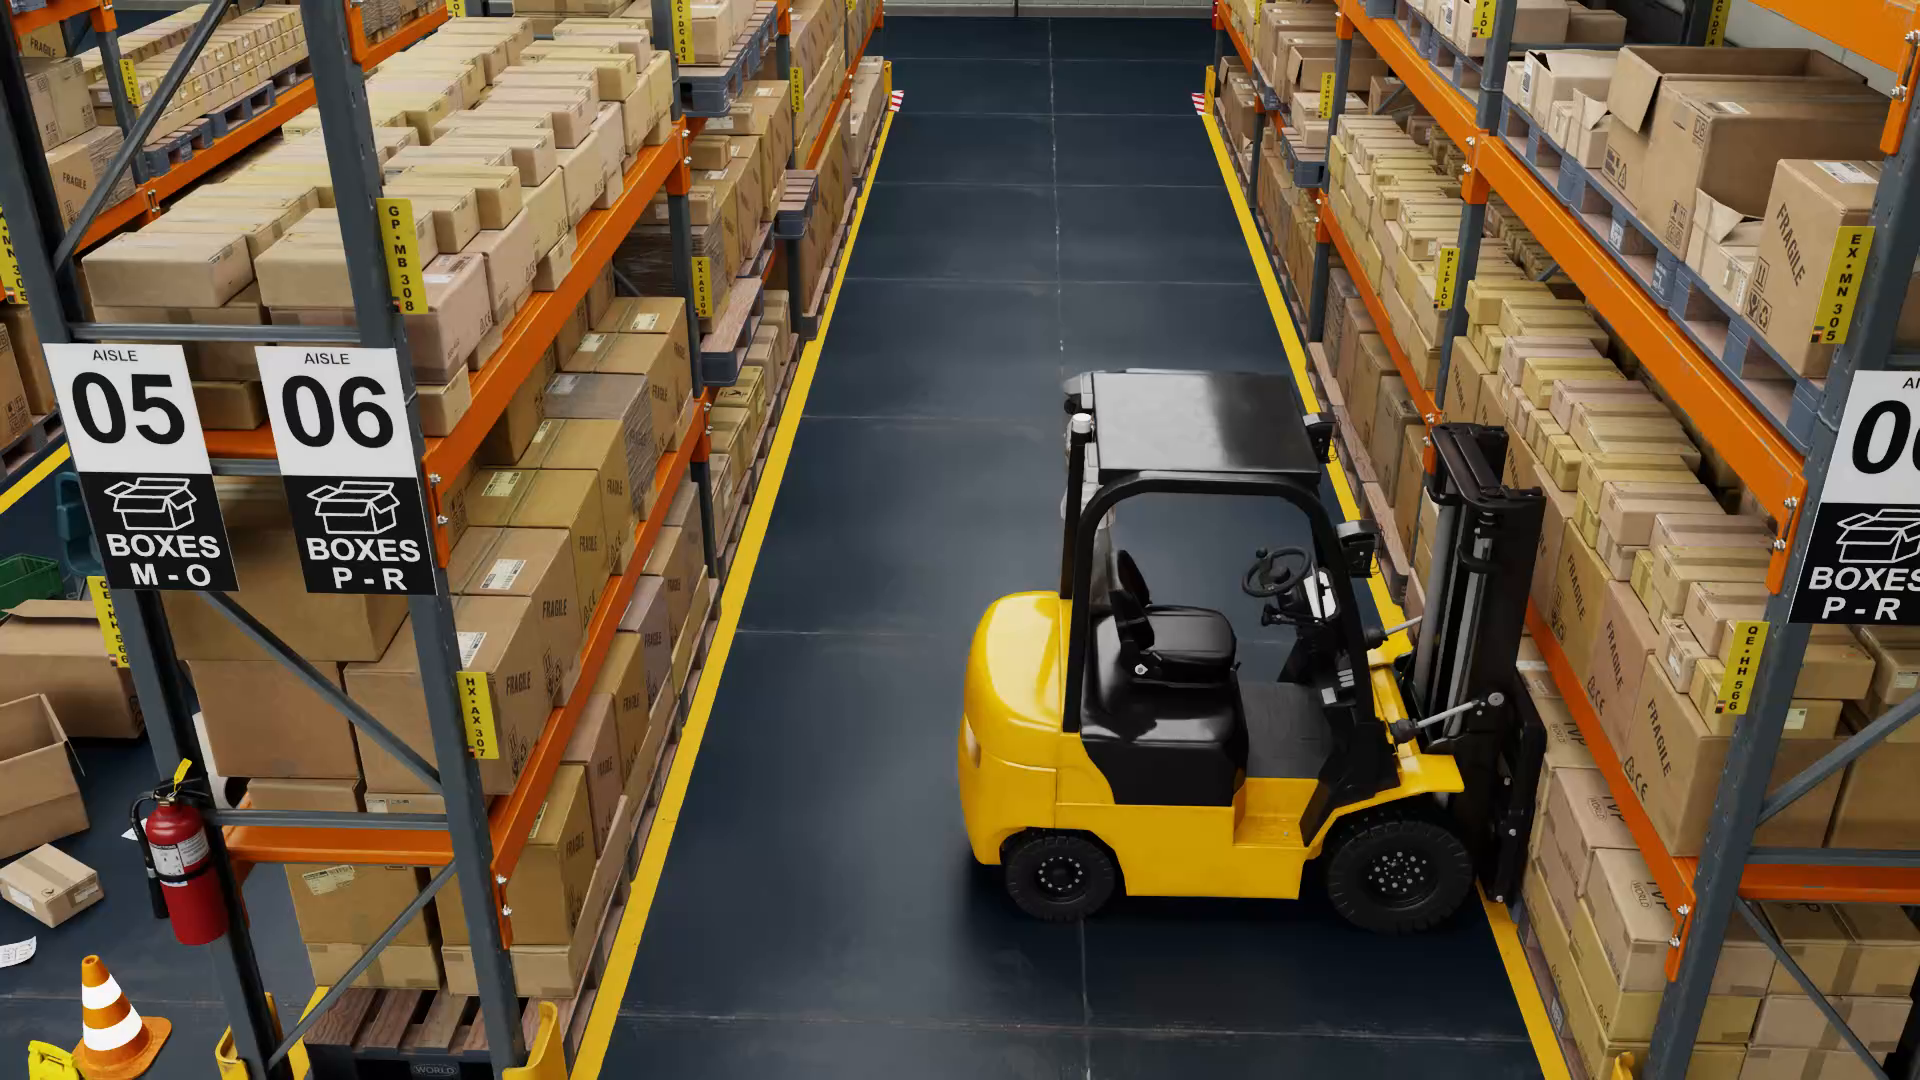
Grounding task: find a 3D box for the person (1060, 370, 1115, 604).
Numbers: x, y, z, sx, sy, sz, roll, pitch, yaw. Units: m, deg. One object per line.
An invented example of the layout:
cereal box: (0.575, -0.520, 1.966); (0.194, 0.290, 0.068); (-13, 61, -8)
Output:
person: (0.688, -0.103, 8.803); (0.341, 1.679, 0.465); (2, 28, 3)
